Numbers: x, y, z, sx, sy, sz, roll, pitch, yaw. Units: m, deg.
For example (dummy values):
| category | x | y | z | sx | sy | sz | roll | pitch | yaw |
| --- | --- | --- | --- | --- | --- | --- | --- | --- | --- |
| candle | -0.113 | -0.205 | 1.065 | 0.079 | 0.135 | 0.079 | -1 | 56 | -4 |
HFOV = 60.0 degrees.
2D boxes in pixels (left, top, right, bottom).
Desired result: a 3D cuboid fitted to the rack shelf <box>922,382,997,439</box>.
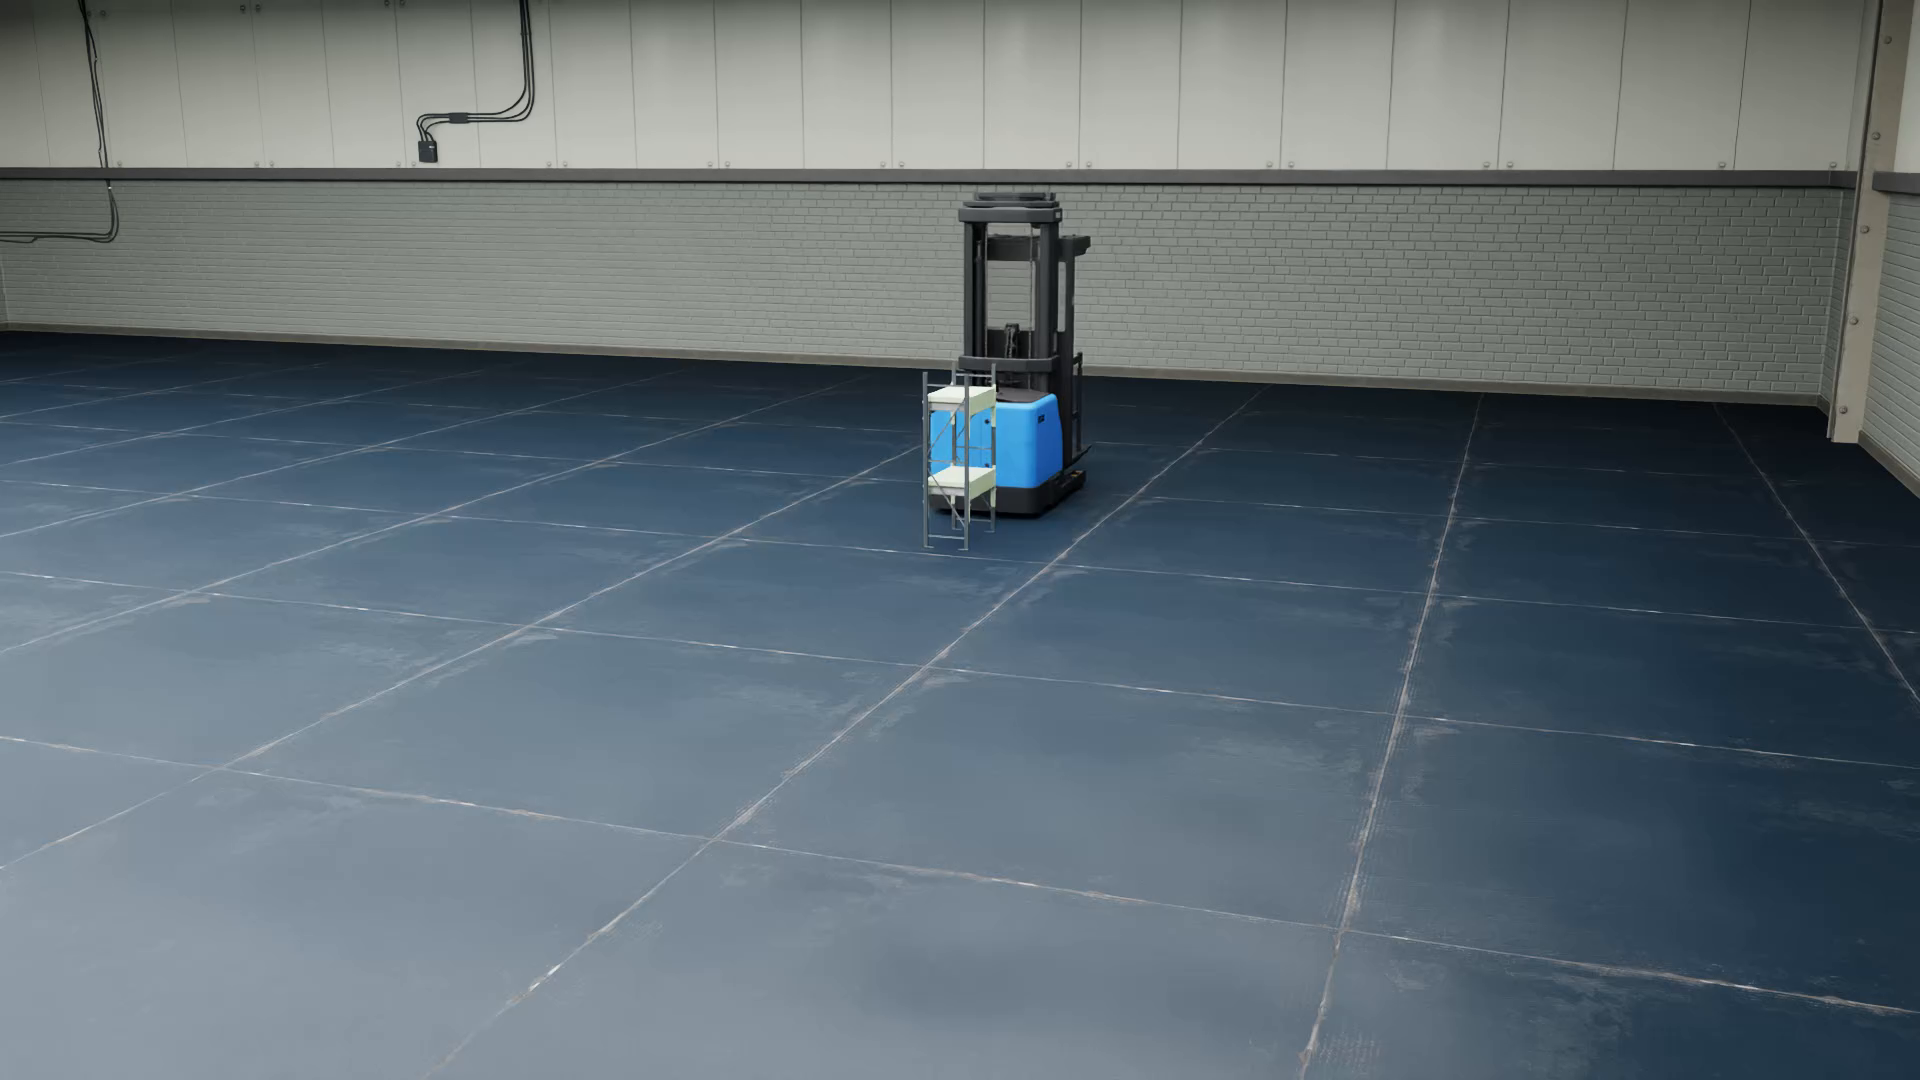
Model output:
| category | x | y | z | sx | sy | sz | roll | pitch | yaw |
| --- | --- | --- | --- | --- | --- | --- | --- | --- | --- |
| rack shelf | 0.002 | -1.113 | 14.240 | 0.431 | 0.370 | 0.720 | 4 | 14 | 18 |

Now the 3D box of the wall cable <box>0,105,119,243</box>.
| category | x | y | z | sx | sy | sz | roll | pitch | yaw |
| --- | --- | --- | --- | --- | --- | --- | --- | --- | --- |
| wall cable | -17.150 | -6.848 | 31.248 | 3.097 | 2.526 | 0.112 | 4 | 14 | 18 |

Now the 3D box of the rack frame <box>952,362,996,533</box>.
| category | x | y | z | sx | sy | sz | roll | pitch | yaw |
| --- | --- | --- | --- | --- | --- | --- | --- | --- | --- |
| rack frame | 0.121 | -0.810 | 14.665 | 0.400 | 1.500 | 0.023 | 4 | 14 | 18 |

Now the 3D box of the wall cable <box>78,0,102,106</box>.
| category | x | y | z | sx | sy | sz | roll | pitch | yaw |
| --- | --- | --- | --- | --- | --- | --- | --- | --- | --- |
| wall cable | -14.590 | -9.116 | 29.832 | 3.097 | 2.526 | 0.112 | 4 | 14 | 18 |

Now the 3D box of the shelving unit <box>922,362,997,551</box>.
| category | x | y | z | sx | sy | sz | roll | pitch | yaw |
| --- | --- | --- | --- | --- | --- | --- | --- | --- | --- |
| shelving unit | 0.002 | -0.733 | 14.327 | 0.431 | 1.500 | 0.755 | 4 | 14 | 18 |

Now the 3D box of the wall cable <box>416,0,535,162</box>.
| category | x | y | z | sx | sy | sz | roll | pitch | yaw |
| --- | --- | --- | --- | --- | --- | --- | --- | --- | --- |
| wall cable | -8.172 | -9.333 | 27.515 | 2.305 | 6.003 | 0.169 | 4 | 14 | 18 |

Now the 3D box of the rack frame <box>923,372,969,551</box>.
| category | x | y | z | sx | sy | sz | roll | pitch | yaw |
| --- | --- | --- | --- | --- | --- | --- | --- | --- | --- |
| rack frame | -0.116 | -0.656 | 13.990 | 0.400 | 1.500 | 0.023 | 4 | 14 | 18 |

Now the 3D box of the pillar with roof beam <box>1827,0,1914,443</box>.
| category | x | y | z | sx | sy | sz | roll | pitch | yaw |
| --- | --- | --- | --- | --- | --- | --- | --- | --- | --- |
| pillar with roof beam | 6.378 | -5.879 | 20.023 | 9.100 | 9.000 | 0.400 | 4 | 14 | 18 |

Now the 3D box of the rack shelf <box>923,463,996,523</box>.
| category | x | y | z | sx | sy | sz | roll | pitch | yaw |
| --- | --- | --- | --- | --- | --- | --- | --- | --- | --- |
| rack shelf | 0.002 | -0.415 | 14.400 | 0.431 | 0.370 | 0.720 | 4 | 14 | 18 |

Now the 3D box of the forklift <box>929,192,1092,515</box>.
| category | x | y | z | sx | sy | sz | roll | pitch | yaw |
| --- | --- | --- | --- | --- | --- | --- | --- | --- | --- |
| forklift | 0.644 | -1.949 | 16.438 | 1.130 | 2.935 | 3.031 | 4 | 13 | 17 |
